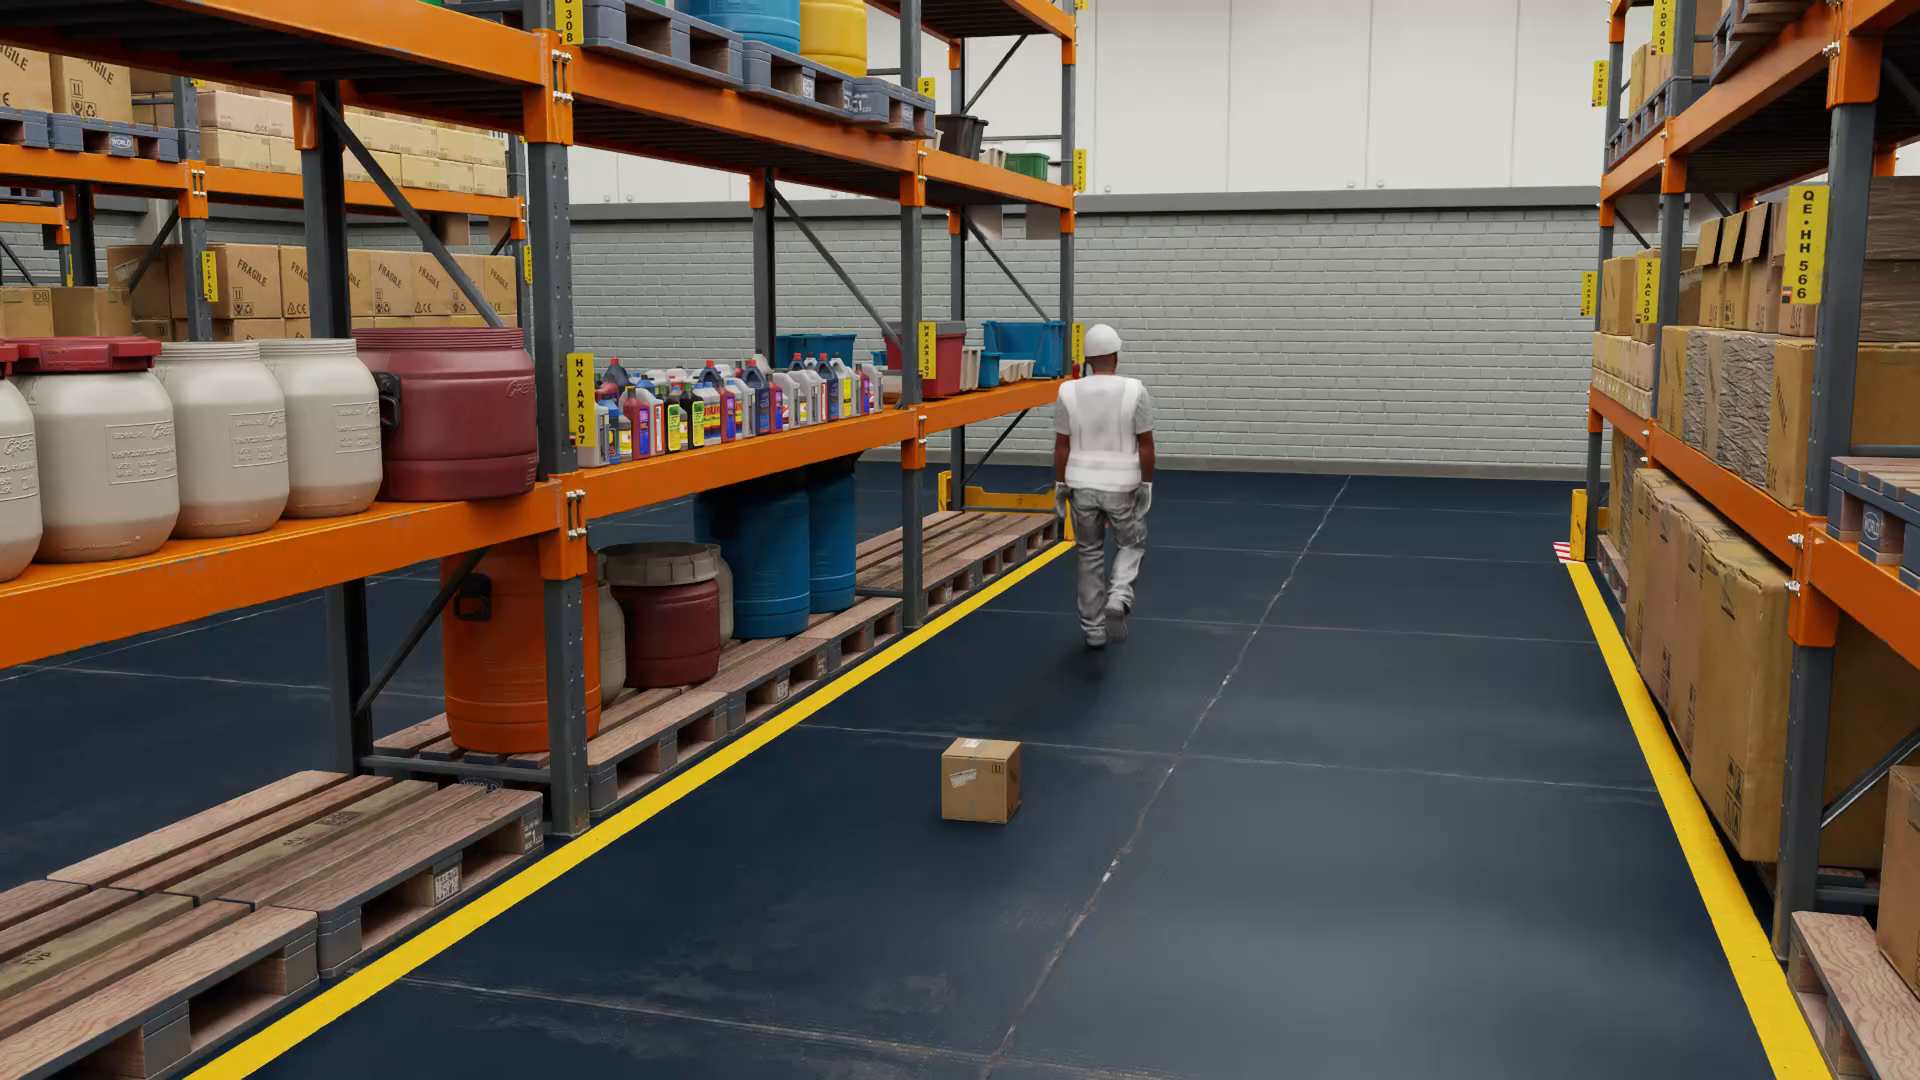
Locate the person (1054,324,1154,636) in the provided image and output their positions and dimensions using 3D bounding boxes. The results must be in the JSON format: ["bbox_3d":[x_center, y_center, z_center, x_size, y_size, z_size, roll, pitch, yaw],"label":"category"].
[{"bbox_3d":[0.783,-0.316,9.096,0.556,1.719,0.476,2,8,11],"label":"person"}]
